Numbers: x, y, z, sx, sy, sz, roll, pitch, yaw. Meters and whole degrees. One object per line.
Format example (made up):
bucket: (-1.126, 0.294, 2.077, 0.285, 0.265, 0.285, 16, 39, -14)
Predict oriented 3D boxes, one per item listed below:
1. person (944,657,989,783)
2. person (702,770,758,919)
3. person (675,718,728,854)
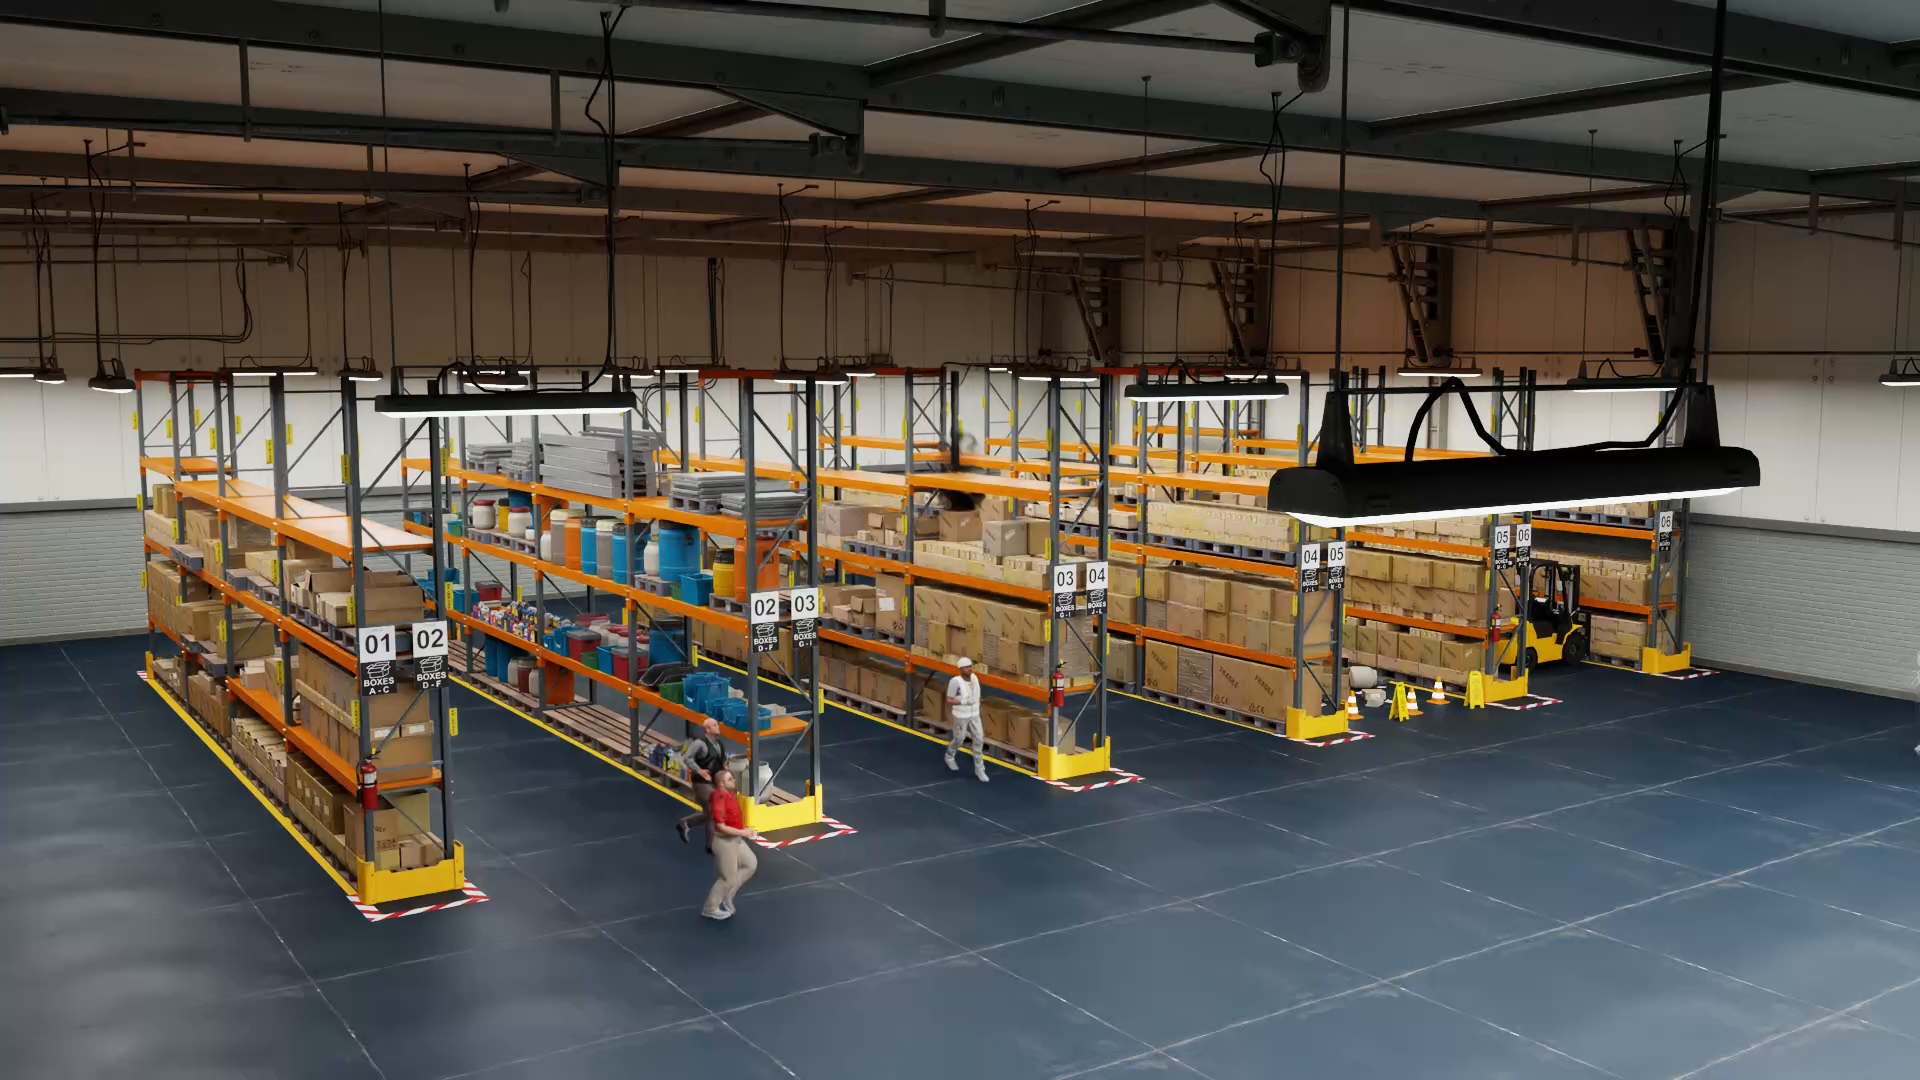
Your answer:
person: (0.074, 2.643, 24.747, 0.663, 1.819, 0.909, -4, 8, -34)
person: (-2.578, 3.397, 18.626, 0.638, 1.698, 0.675, 0, 6, -1)
person: (-3.248, 3.120, 21.255, 0.804, 1.706, 0.696, 3, 7, 27)
